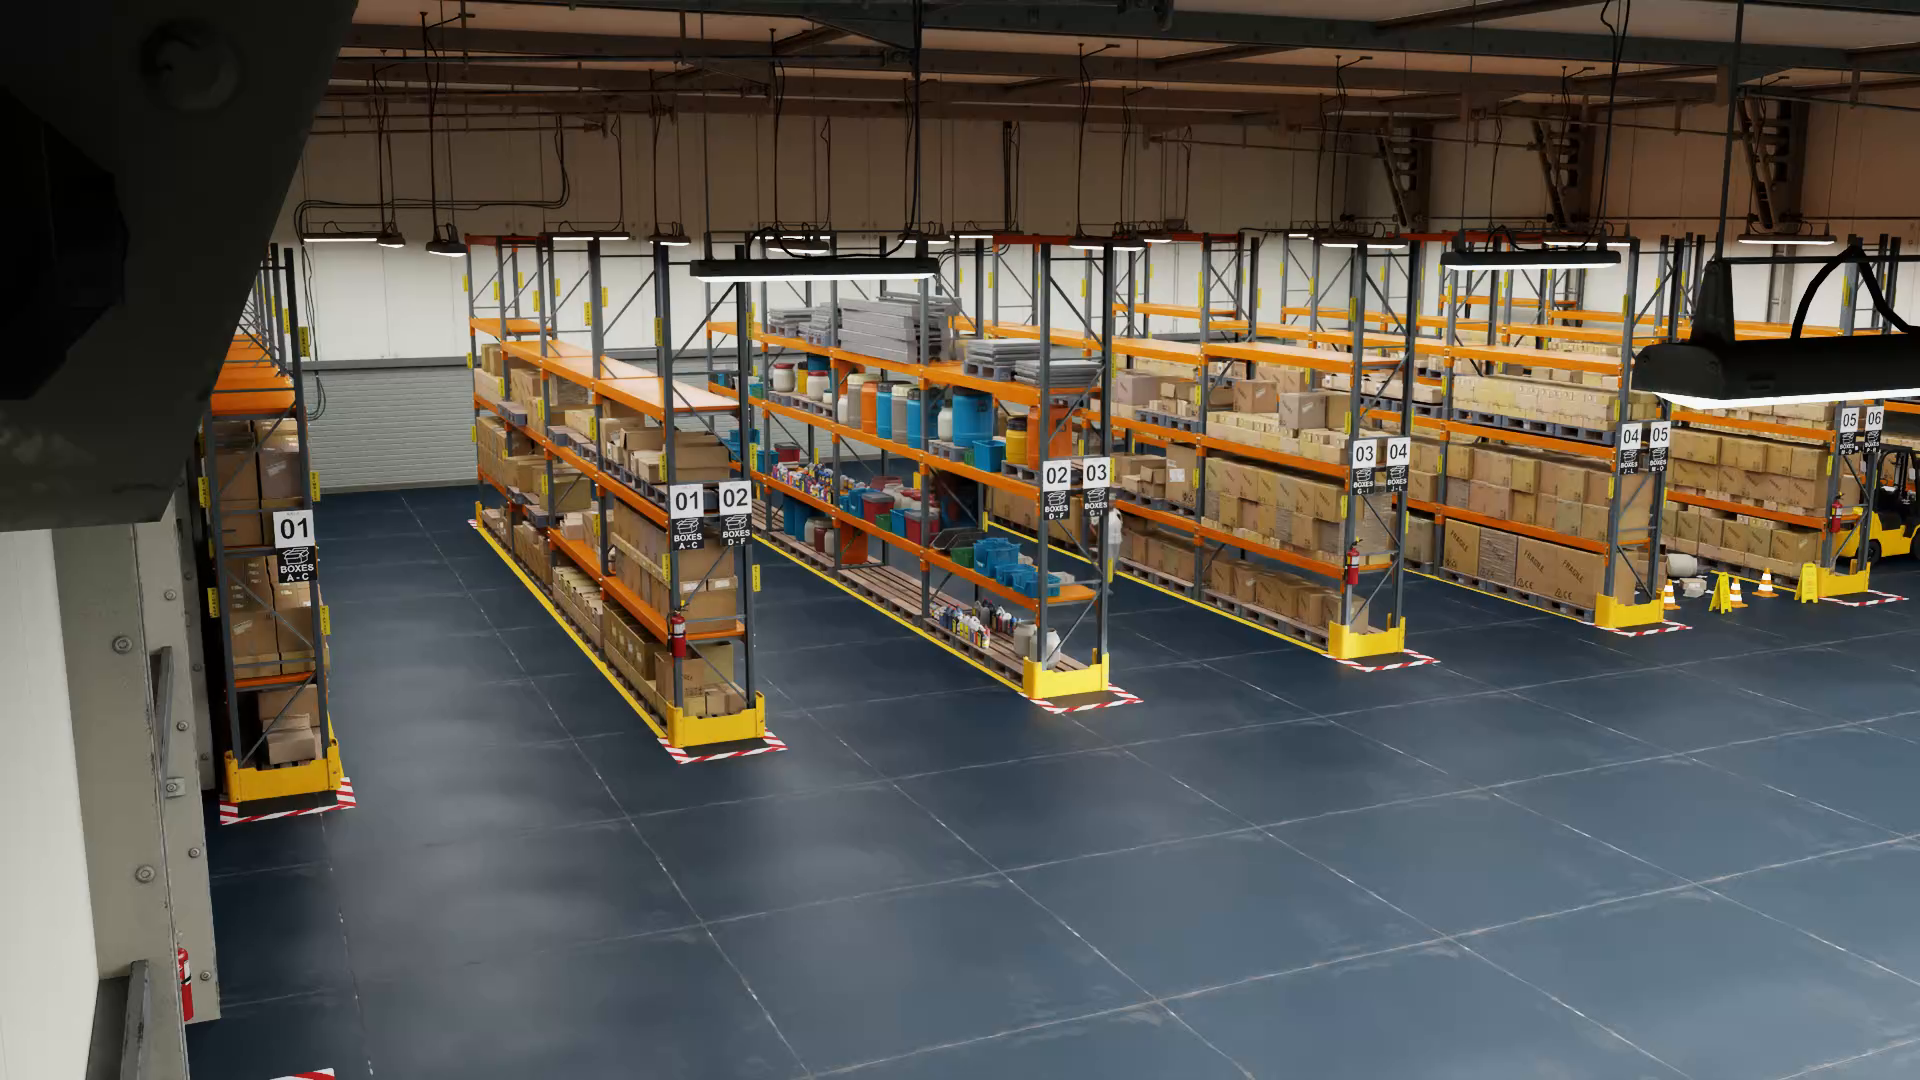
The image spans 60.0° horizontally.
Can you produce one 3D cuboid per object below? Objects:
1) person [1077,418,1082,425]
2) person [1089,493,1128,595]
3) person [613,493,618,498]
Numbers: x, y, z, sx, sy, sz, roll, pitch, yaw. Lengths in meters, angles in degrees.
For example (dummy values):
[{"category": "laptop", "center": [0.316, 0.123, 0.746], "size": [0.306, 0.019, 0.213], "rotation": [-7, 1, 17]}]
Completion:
[{"category": "person", "center": [2.990, -2.312, 40.928], "size": [0.610, 1.604, 0.539], "rotation": [8, 14, 37]}, {"category": "person", "center": [2.449, 0.093, 26.820], "size": [0.563, 1.725, 0.571], "rotation": [-6, 13, -30]}, {"category": "person", "center": [-6.788, -0.864, 33.468], "size": [0.539, 1.563, 0.522], "rotation": [-7, 13, -30]}]
